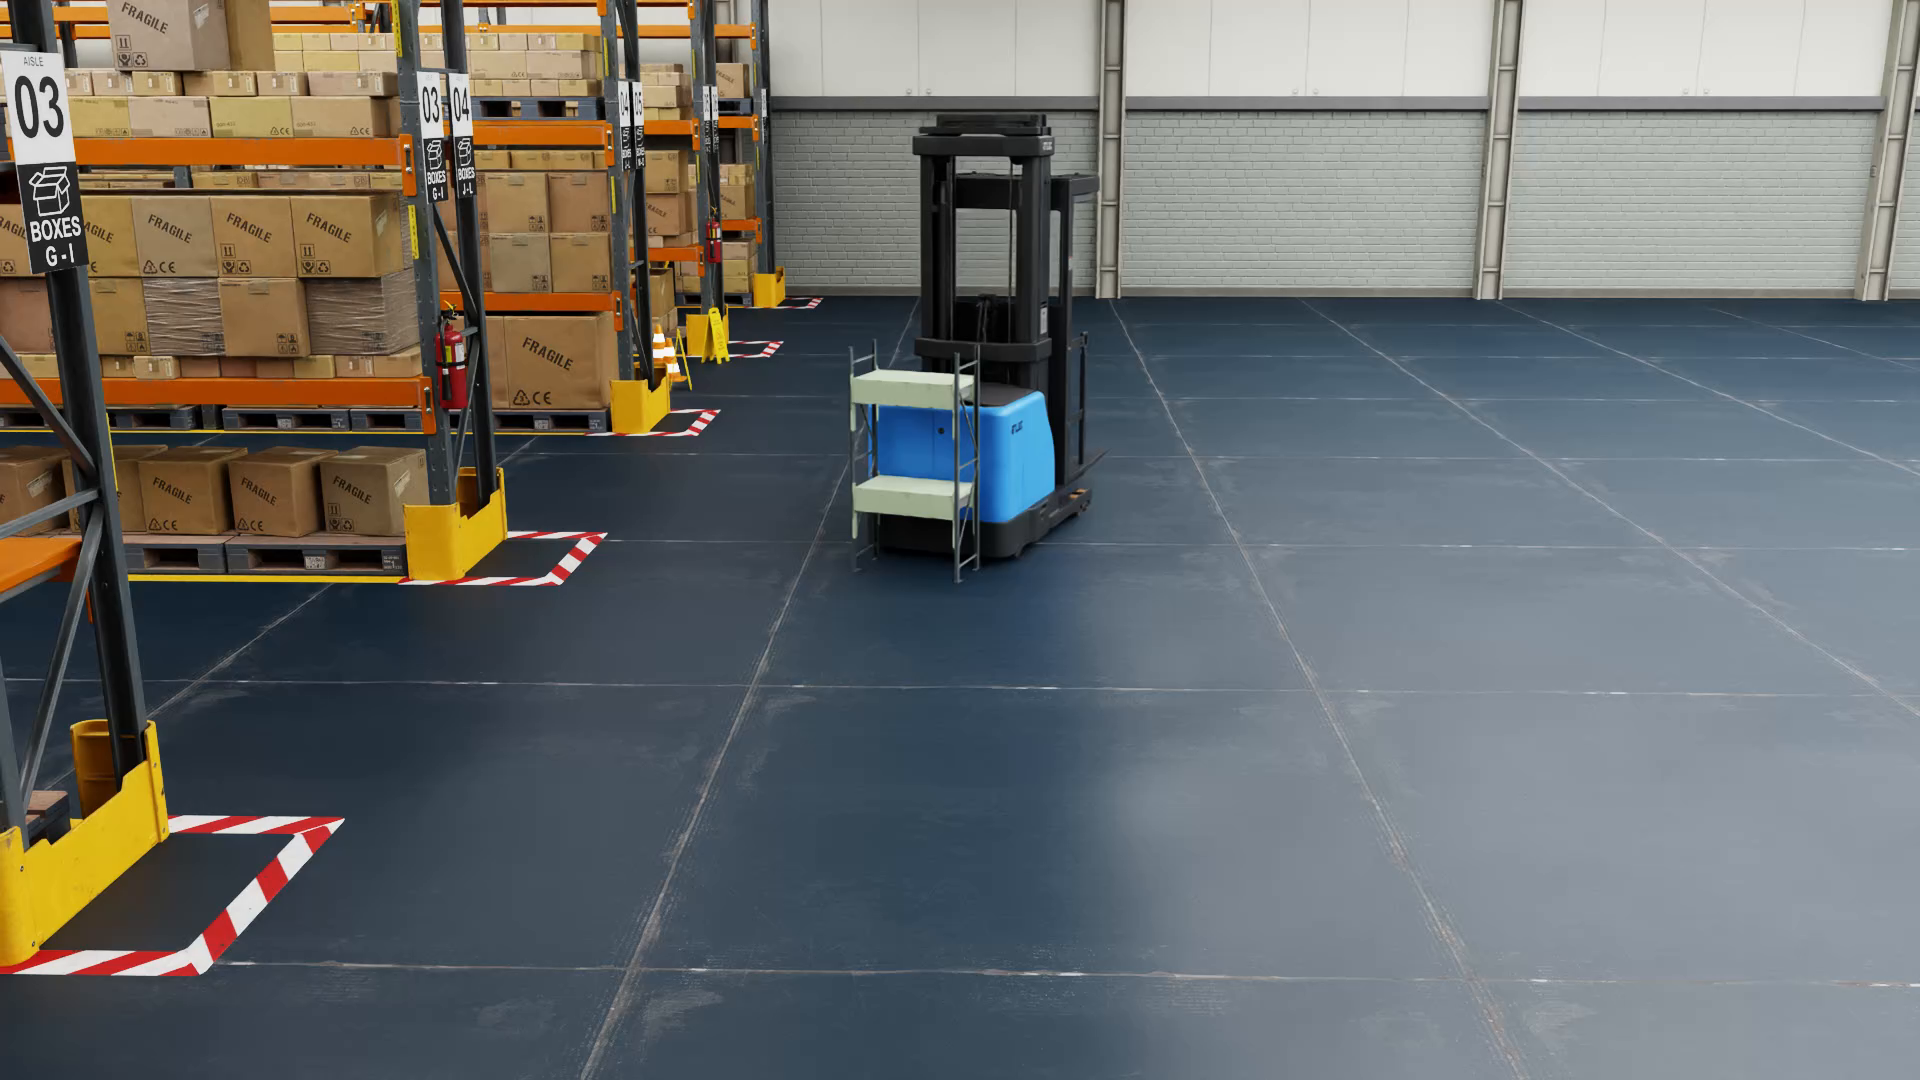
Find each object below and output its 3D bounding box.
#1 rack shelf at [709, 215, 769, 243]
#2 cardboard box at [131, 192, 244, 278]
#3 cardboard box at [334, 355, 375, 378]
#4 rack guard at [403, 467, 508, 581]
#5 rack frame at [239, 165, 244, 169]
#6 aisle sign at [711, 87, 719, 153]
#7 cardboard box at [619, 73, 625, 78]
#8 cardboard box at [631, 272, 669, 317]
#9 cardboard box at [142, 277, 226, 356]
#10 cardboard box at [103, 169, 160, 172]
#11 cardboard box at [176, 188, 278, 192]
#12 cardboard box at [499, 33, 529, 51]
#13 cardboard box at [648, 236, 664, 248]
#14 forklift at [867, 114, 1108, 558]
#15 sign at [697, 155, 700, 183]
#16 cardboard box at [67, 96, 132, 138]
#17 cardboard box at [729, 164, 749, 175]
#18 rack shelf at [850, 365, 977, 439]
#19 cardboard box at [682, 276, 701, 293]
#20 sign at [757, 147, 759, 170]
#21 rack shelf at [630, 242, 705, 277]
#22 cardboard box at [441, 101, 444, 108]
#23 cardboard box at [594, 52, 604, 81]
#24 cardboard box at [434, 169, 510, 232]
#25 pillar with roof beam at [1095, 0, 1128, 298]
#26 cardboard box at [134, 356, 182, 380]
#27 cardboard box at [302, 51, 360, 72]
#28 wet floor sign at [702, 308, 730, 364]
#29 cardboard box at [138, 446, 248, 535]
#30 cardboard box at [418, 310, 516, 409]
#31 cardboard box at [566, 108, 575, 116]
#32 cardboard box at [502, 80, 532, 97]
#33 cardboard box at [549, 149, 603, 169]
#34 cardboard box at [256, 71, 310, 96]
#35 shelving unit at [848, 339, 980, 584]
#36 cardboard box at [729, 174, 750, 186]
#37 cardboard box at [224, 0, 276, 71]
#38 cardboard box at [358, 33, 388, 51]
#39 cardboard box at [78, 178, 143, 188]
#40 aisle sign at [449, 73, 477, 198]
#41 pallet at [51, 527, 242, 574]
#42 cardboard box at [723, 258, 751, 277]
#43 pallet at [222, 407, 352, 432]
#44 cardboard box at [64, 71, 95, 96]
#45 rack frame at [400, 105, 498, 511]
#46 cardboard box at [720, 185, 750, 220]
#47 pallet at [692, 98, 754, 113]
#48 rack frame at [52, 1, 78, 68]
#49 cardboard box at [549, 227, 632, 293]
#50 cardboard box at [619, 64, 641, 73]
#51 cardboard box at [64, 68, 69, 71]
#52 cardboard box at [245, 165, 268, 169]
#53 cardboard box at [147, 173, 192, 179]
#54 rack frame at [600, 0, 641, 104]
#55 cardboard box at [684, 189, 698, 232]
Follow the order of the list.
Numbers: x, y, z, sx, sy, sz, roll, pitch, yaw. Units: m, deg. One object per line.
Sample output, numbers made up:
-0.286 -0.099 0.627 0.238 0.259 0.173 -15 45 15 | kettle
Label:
-4.970 -4.792 25.535 4.000 0.370 1.077 0 15 1 | rack shelf
-4.903 -1.956 10.635 0.500 0.500 0.500 0 15 1 | cardboard box
-3.887 -1.164 10.863 0.250 0.149 0.380 0 15 1 | cardboard box
-3.423 -0.126 11.337 0.348 0.500 1.175 0 15 1 | rack guard
-10.968 -5.179 25.591 0.127 3.000 1.000 0 15 1 | rack frame
-3.024 -5.197 20.562 0.004 0.787 0.394 0 15 1 | aisle sign
-3.952 -5.511 19.898 0.250 0.149 0.380 0 15 1 | cardboard box
-3.902 -3.036 20.565 0.500 0.500 0.500 0 15 2 | cardboard box
-4.898 -1.524 10.957 0.500 0.500 0.875 0 15 1 | cardboard box
-12.605 -5.396 25.386 0.637 0.503 0.797 0 15 0 | cardboard box
-4.889 -2.091 11.146 0.500 0.500 0.500 0 15 1 | cardboard box
-3.971 -4.484 14.984 0.250 0.149 0.380 1 15 2 | cardboard box
-3.729 -3.661 20.329 0.250 0.149 0.380 0 15 1 | cardboard box
0.367 -1.629 12.267 1.130 2.935 3.031 6 16 20 | forklift
-3.128 -4.433 19.872 0.005 0.325 0.100 0 15 1 | sign
-5.350 -2.660 10.457 0.500 0.250 0.500 0 15 0 | cardboard box
-3.334 -5.582 25.065 0.250 0.149 0.380 0 15 2 | cardboard box
-0.296 -0.898 10.773 0.720 0.370 0.431 6 16 20 | rack shelf
-3.946 -3.929 25.418 0.500 0.250 0.500 0 15 1 | cardboard box
-2.999 -5.663 24.692 0.005 0.325 0.100 0 15 1 | sign
-5.093 -3.527 20.737 4.000 0.370 1.077 0 15 1 | rack shelf
-6.144 -5.335 20.014 0.500 0.250 0.500 0 15 1 | cardboard box
-3.595 -4.440 15.601 0.500 0.250 0.500 0 15 1 | cardboard box
-4.598 -3.224 15.768 0.550 0.550 0.875 0 15 1 | cardboard box
2.244 -7.125 21.207 0.400 9.000 9.100 0 15 1 | pillar with roof beam
-5.139 -1.145 10.792 0.250 0.149 0.380 0 15 1 | cardboard box
-5.628 -4.317 15.134 0.500 0.250 0.500 0 15 1 | cardboard box
-2.931 -2.449 19.857 0.232 0.644 0.267 6 16 21 | wet floor sign
-5.195 -0.341 11.329 0.500 0.500 0.500 2 15 7 | cardboard box
-4.679 -1.767 15.999 0.875 0.875 0.875 0 15 1 | cardboard box
-4.737 -5.137 20.042 0.250 0.149 0.380 0 15 0 | cardboard box
-3.969 -4.098 15.085 0.250 0.149 0.380 1 15 2 | cardboard box
-4.628 -4.467 20.152 0.500 0.500 0.700 0 15 1 | cardboard box
-4.166 -2.832 10.328 0.250 0.149 0.380 0 15 -1 | cardboard box
-0.296 -0.520 10.872 0.755 1.500 0.431 6 16 20 | shelving unit
-3.325 -5.420 25.036 0.250 0.149 0.380 1 15 2 | cardboard box
-4.824 -3.297 10.817 0.500 0.500 0.500 0 15 1 | cardboard box
-5.242 -4.491 15.014 0.250 0.149 0.380 0 15 1 | cardboard box
-8.129 -3.161 15.784 0.500 0.500 0.700 0 15 0 | cardboard box
-3.277 -2.667 10.973 0.004 0.787 0.394 0 15 1 | aisle sign
-5.451 -0.009 11.461 1.213 0.211 1.003 0 15 1 | pallet
-3.465 -4.166 25.337 0.500 0.250 0.500 0 15 1 | cardboard box
-6.360 -1.251 16.169 1.213 0.211 1.003 0 15 1 | pallet
-5.466 -2.858 10.426 0.250 0.149 0.380 1 15 3 | cardboard box
-3.347 -1.334 11.017 0.127 3.000 1.000 0 15 1 | rack frame
-3.470 -5.112 25.139 0.500 0.500 0.500 0 15 0 | cardboard box
-3.677 -6.546 25.065 1.213 0.211 1.003 0 15 1 | pallet
-11.091 -6.814 20.028 0.127 3.000 1.000 0 15 1 | rack frame
-3.491 -2.662 15.755 0.550 0.550 0.875 0 15 1 | cardboard box
-5.025 -6.865 24.880 0.637 0.503 0.797 1 15 3 | cardboard box
-8.358 -4.206 15.295 0.500 0.250 0.500 0 15 1 | cardboard box
-8.524 -4.539 20.289 0.250 0.149 0.380 0 15 -1 | cardboard box
-9.595 -4.243 20.441 0.500 0.500 0.500 1 15 2 | cardboard box
-3.119 -5.499 15.043 0.127 3.000 1.000 0 15 1 | rack frame
-3.560 -4.127 20.825 0.500 0.500 0.500 0 15 1 | cardboard box
